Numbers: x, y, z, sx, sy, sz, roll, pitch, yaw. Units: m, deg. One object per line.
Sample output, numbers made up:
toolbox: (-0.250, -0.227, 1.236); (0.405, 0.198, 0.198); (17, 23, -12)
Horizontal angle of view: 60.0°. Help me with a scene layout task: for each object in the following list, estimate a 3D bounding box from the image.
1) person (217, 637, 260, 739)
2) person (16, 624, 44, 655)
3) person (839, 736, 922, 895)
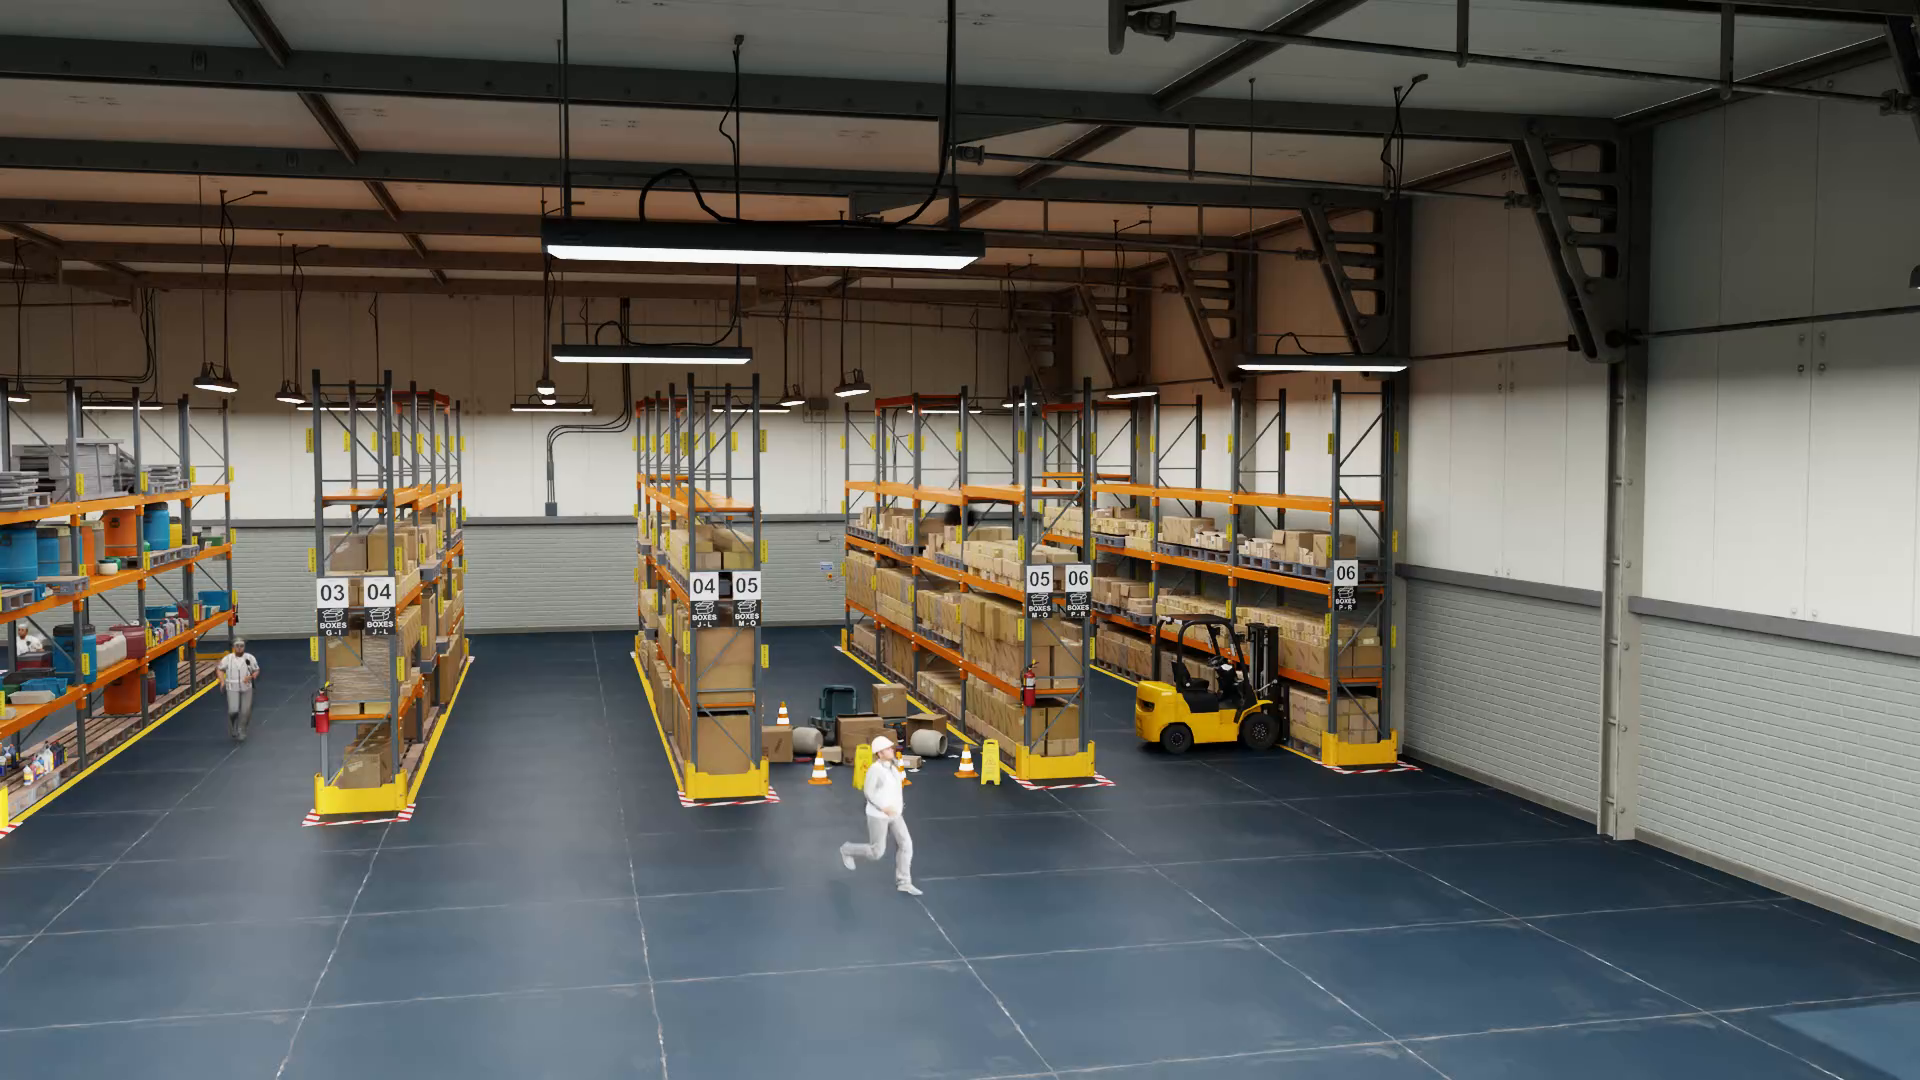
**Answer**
person: (-12.135, 2.507, 28.005); (0.651, 1.740, 0.602); (-2, 4, -28)
person: (-17.467, 2.394, 31.128); (0.601, 1.668, 0.767); (-1, 3, -13)
person: (-0.882, 3.079, 18.649); (0.996, 1.757, 0.643); (2, 4, 30)
